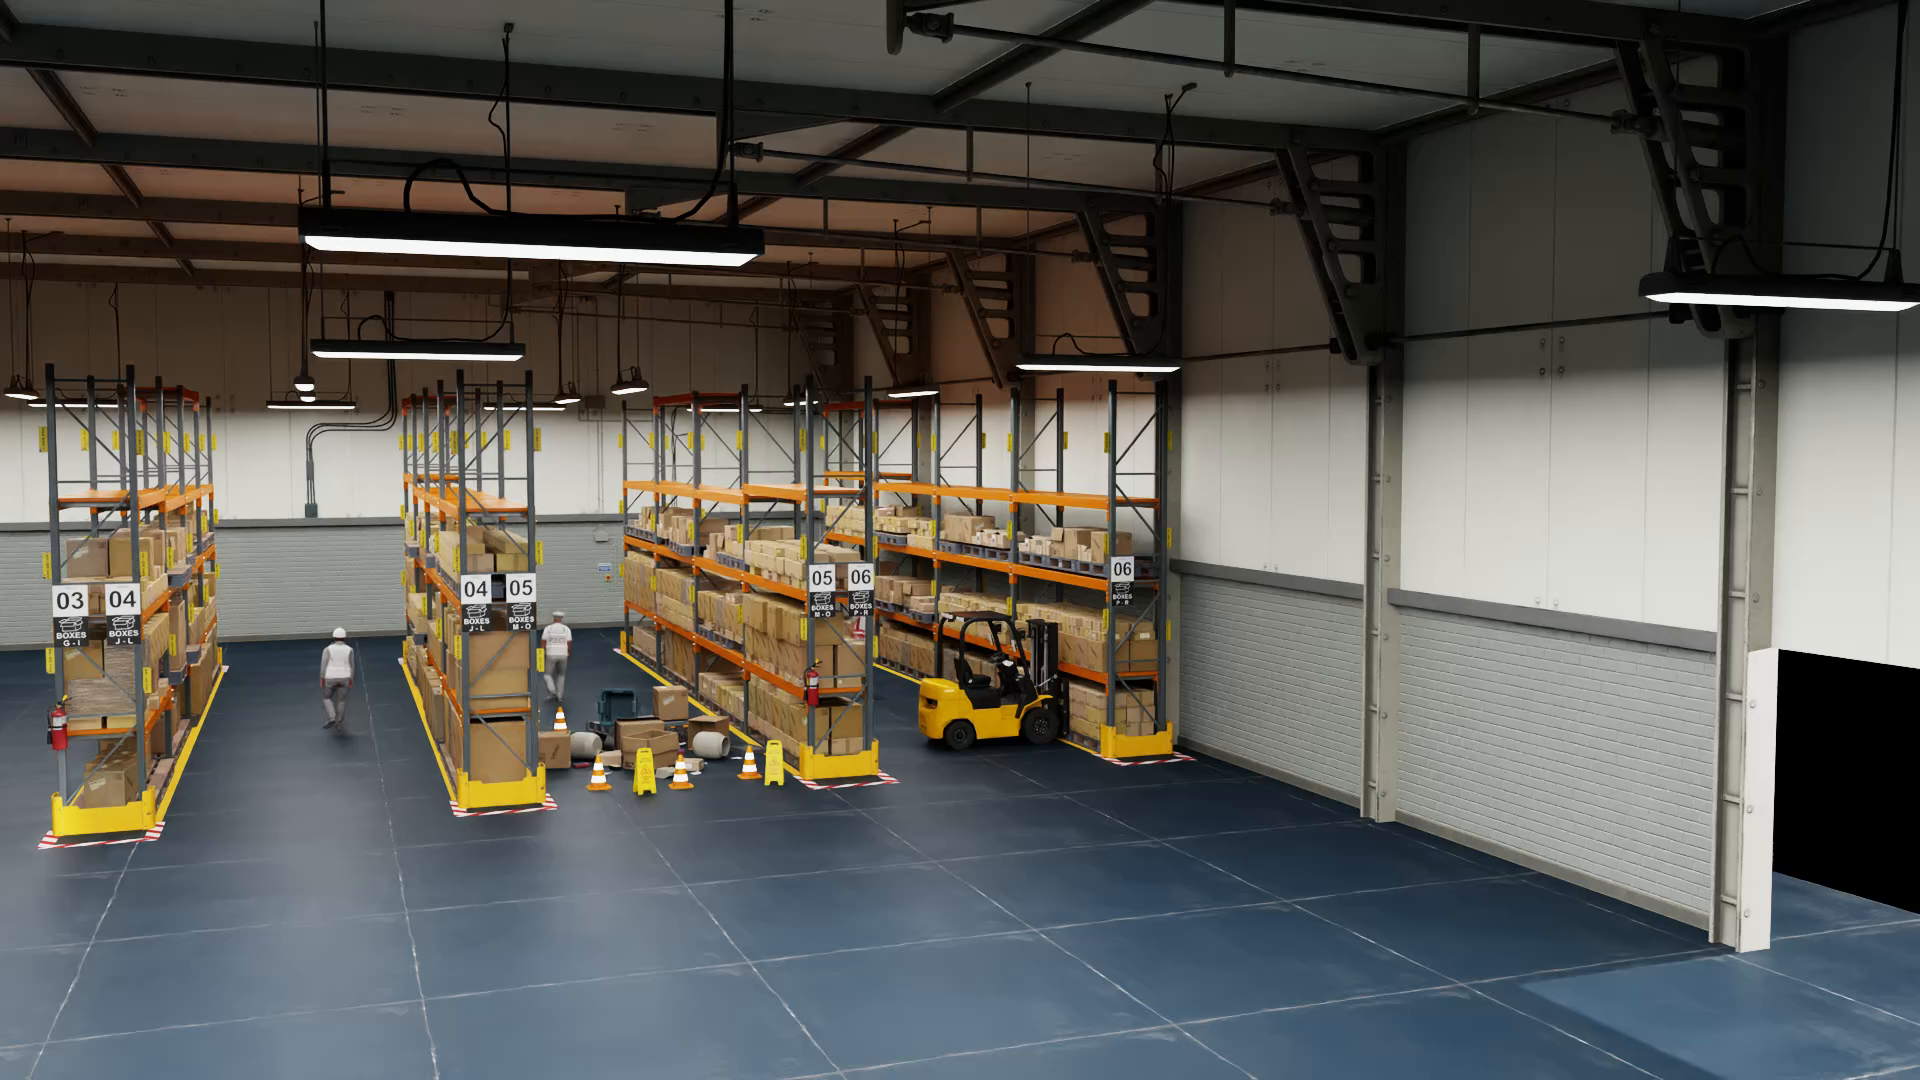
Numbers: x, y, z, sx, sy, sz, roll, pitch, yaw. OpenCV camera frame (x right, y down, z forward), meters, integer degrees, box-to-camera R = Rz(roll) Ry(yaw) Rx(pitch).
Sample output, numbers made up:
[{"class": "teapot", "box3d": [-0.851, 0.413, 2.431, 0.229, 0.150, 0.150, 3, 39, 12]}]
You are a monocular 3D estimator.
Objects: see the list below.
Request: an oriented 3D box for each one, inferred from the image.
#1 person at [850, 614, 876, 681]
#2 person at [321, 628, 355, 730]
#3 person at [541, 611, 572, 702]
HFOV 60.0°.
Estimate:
[{"class": "person", "box3d": [-1.965, 1.993, 33.097, 0.593, 1.788, 0.492, -2, 4, -25]}, {"class": "person", "box3d": [-10.828, 2.415, 28.945, 0.569, 1.770, 0.449, -2, 4, -25]}, {"class": "person", "box3d": [-7.771, 2.268, 32.077, 0.594, 1.727, 0.655, -1, 4, -20]}]
